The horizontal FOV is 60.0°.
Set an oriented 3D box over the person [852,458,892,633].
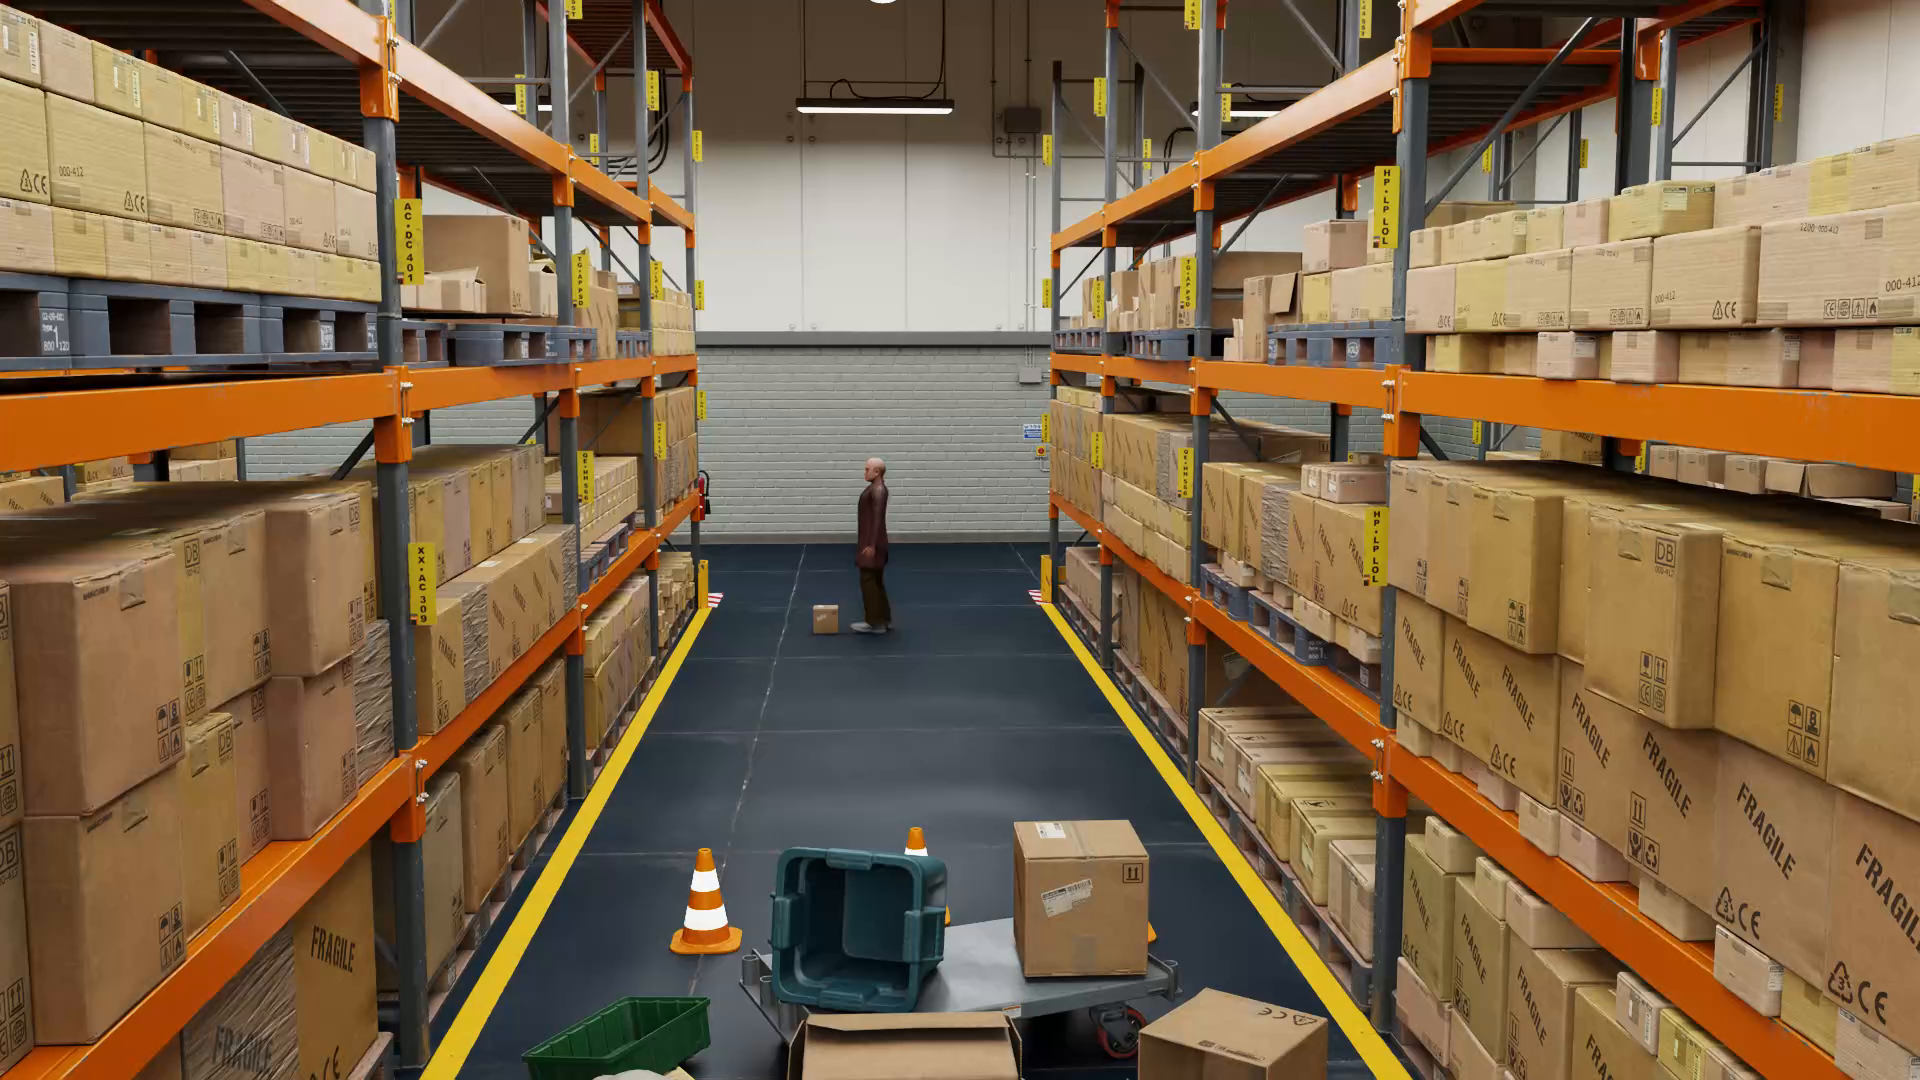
[{"bbox_3d":[-0.896,0.052,16.878,0.411,1.776,0.562,0,7,-2],"label":"person"}]
